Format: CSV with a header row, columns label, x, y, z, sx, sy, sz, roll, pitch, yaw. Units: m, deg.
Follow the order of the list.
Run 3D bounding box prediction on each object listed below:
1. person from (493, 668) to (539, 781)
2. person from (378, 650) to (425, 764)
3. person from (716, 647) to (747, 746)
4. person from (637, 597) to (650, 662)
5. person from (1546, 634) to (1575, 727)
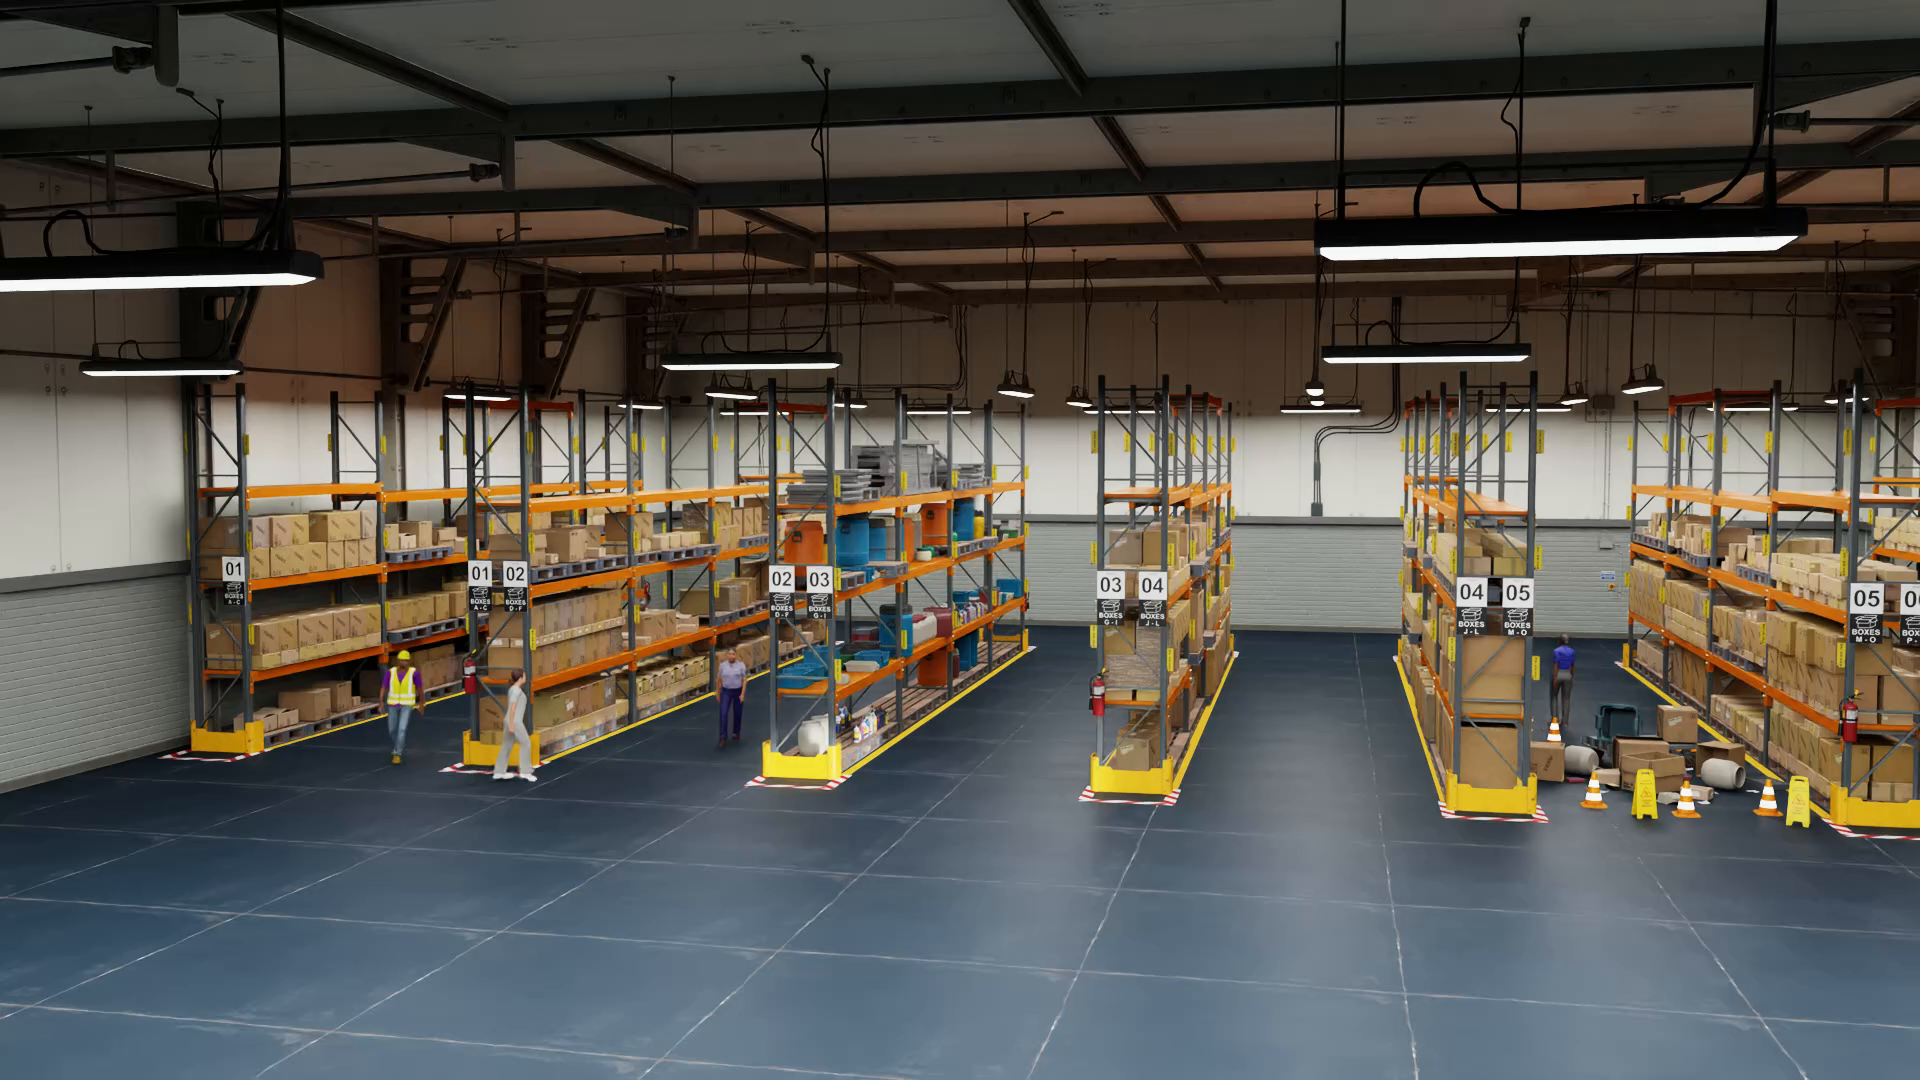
label,x,y,z,sx,sy,sz,roll,pitch,yaw
person,-6.656,2.767,24.854,0.653,1.695,0.485,-1,4,-21
person,-8.880,2.627,26.429,0.676,1.738,0.846,-1,3,-10
person,-3.831,2.589,27.809,0.533,1.598,0.944,-1,3,-12
person,-6.834,2.111,35.752,0.624,1.772,0.785,0,3,6
person,10.706,2.519,29.516,0.424,1.705,0.595,0,3,9
